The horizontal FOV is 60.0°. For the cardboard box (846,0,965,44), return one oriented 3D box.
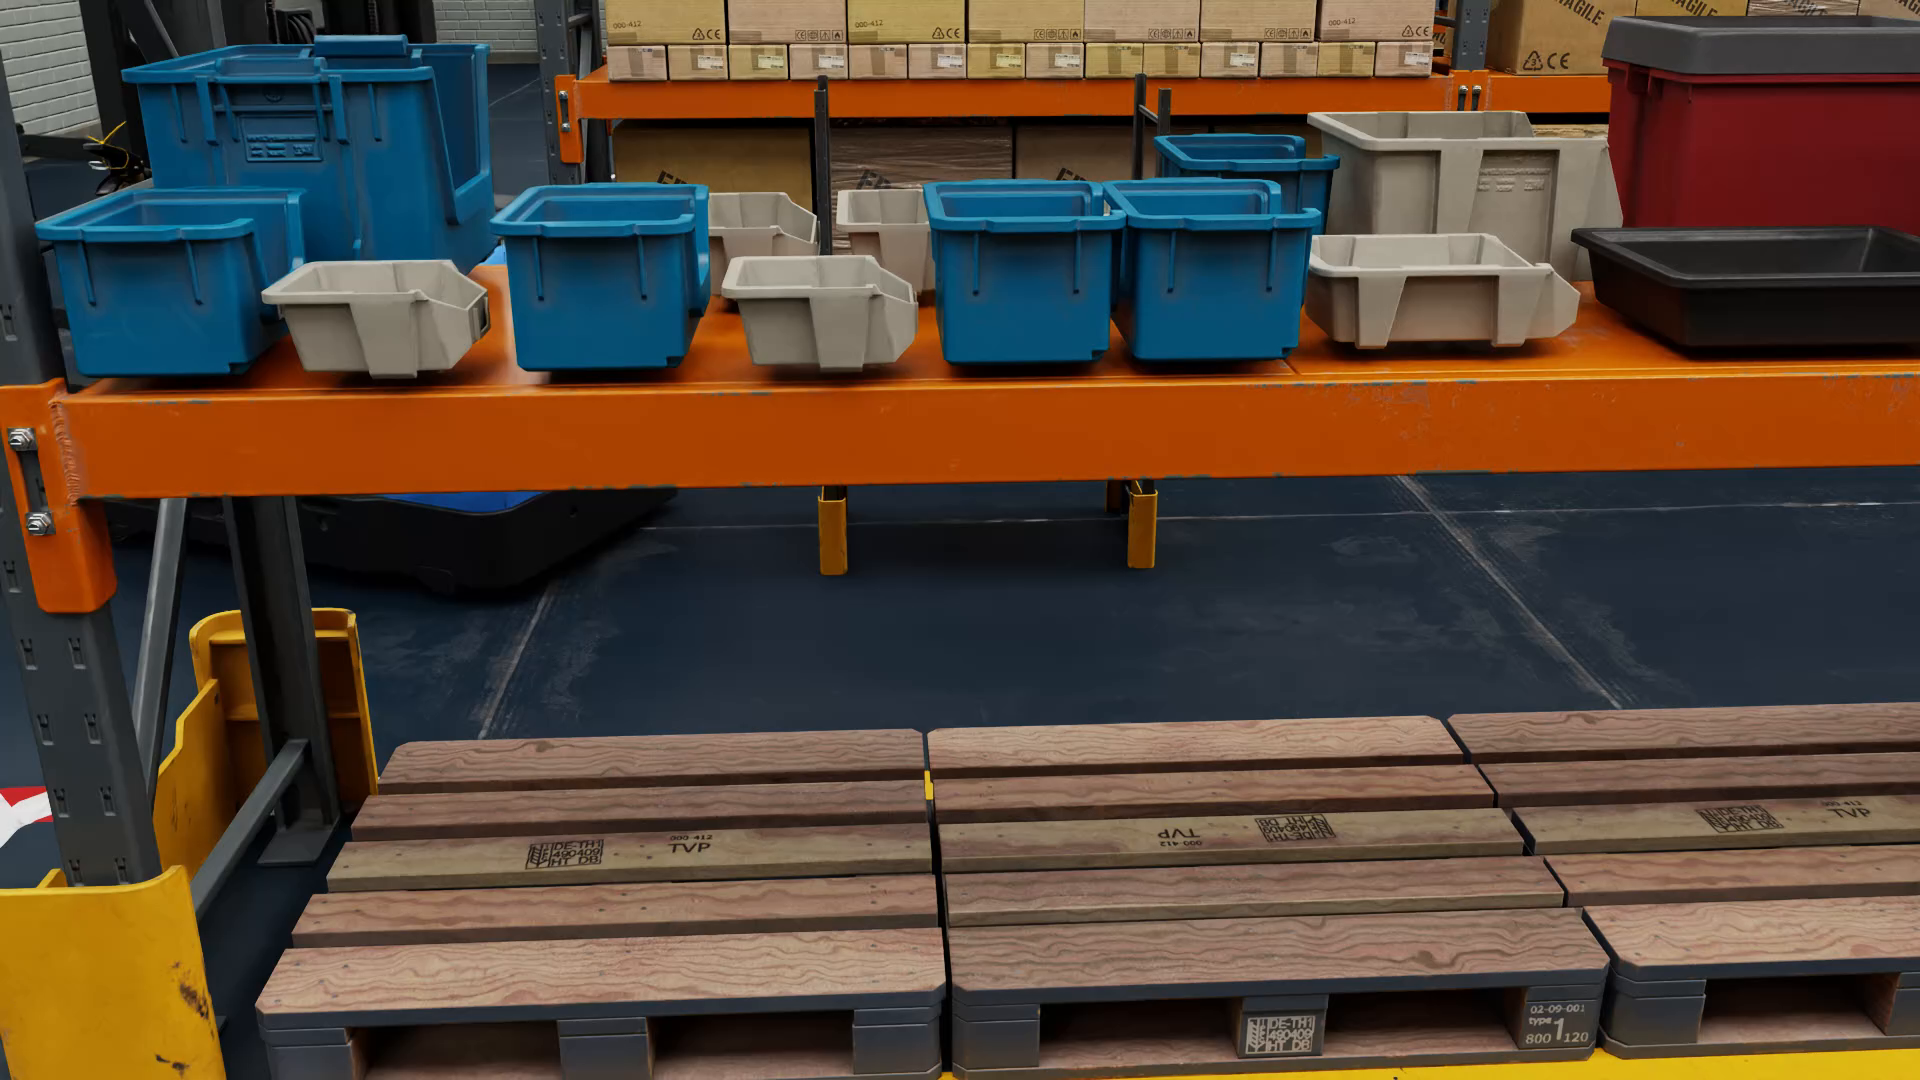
[{"bbox_3d":[-0.251,-2.338,7.339,0.500,0.250,0.500,-2,21,-5],"label":"cardboard box"}]

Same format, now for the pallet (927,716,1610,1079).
[{"bbox_3d":[0.557,0.702,3.479,1.213,0.211,1.003,-1,21,-3],"label":"pallet"}]

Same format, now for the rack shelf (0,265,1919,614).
[{"bbox_3d":[0.513,-0.279,3.148,4.000,0.370,1.077,-1,21,-3],"label":"rack shelf"}]

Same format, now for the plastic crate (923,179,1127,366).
[{"bbox_3d":[0.096,-0.439,2.709,0.300,0.233,0.416,-1,21,-3],"label":"plastic crate"}]

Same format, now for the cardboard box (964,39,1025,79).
[{"bbox_3d":[0.142,-2.138,7.373,0.250,0.149,0.380,-2,21,-4],"label":"cardboard box"}]

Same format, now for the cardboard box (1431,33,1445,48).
[{"bbox_3d":[4.960,-5.235,17.552,0.875,0.875,0.875,-1,21,-4],"label":"cardboard box"}]

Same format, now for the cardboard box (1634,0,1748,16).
[{"bbox_3d":[3.202,-2.393,7.549,0.500,0.500,0.500,-1,21,-3],"label":"cardboard box"}]

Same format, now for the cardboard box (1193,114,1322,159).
[{"bbox_3d":[1.563,-1.633,8.091,0.875,0.875,0.875,-1,21,-3],"label":"cardboard box"}]

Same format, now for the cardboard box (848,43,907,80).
[{"bbox_3d":[-0.367,-2.128,7.347,0.250,0.149,0.380,-2,21,-4],"label":"cardboard box"}]

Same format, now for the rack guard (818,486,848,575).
[{"bbox_3d":[-0.421,-0.108,5.554,0.087,0.250,0.587,-1,21,-3],"label":"rack guard"}]

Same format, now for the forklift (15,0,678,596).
[{"bbox_3d":[-2.556,-1.527,5.513,3.031,2.935,1.130,9,23,22],"label":"forklift"}]

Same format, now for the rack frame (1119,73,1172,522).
[{"bbox_3d":[0.593,-0.713,5.386,0.032,1.500,0.500,-1,21,-3],"label":"rack frame"}]

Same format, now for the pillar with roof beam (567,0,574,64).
[{"bbox_3d":[-5.117,-9.157,17.025,0.400,9.000,9.100,-1,21,-3],"label":"pillar with roof beam"}]

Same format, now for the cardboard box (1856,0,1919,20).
[{"bbox_3d":[4.218,-2.415,7.608,0.500,0.500,0.500,-1,21,-2],"label":"cardboard box"}]

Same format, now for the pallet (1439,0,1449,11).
[{"bbox_3d":[4.064,-4.116,12.485,1.213,0.211,1.003,-1,21,-3],"label":"pallet"}]

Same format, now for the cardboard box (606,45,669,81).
[{"bbox_3d":[-1.393,-2.106,7.290,0.250,0.149,0.380,-1,21,-2],"label":"cardboard box"}]

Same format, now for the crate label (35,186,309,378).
[{"bbox_3d":[-1.218,-0.412,2.638,0.303,0.233,0.416,-1,21,-3],"label":"crate label"}]

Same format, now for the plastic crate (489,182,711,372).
[{"bbox_3d":[-0.561,-0.425,2.673,0.300,0.233,0.416,-1,21,-3],"label":"plastic crate"}]

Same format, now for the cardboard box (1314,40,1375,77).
[{"bbox_3d":[1.684,-2.169,7.457,0.250,0.149,0.380,-1,21,-2],"label":"cardboard box"}]

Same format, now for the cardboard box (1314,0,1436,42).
[{"bbox_3d":[1.801,-2.382,7.453,0.500,0.250,0.500,-2,21,-4],"label":"cardboard box"}]

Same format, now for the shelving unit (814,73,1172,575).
[{"bbox_3d":[0.076,-0.702,5.358,1.083,1.500,0.587,-1,21,-3],"label":"shelving unit"}]

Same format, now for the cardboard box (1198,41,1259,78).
[{"bbox_3d":[1.171,-2.159,7.429,0.250,0.149,0.380,-1,21,-2],"label":"cardboard box"}]

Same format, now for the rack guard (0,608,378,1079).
[{"bbox_3d":[-1.507,0.599,3.345,0.348,0.500,1.175,-1,21,-3],"label":"rack guard"}]

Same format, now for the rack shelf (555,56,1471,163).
[{"bbox_3d":[0.230,-2.038,7.769,4.000,0.370,1.077,-1,21,-3],"label":"rack shelf"}]

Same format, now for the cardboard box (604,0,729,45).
[{"bbox_3d":[-1.272,-2.316,7.282,0.500,0.250,0.500,-2,21,-4],"label":"cardboard box"}]

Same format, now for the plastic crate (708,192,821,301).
[{"bbox_3d":[-0.390,-0.561,3.164,0.243,0.136,0.396,-1,21,-3],"label":"plastic crate"}]

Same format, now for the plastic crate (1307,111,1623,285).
[{"bbox_3d":[0.975,-0.662,3.227,0.530,0.282,0.437,-1,21,-3],"label":"plastic crate"}]

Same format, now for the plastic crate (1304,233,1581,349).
[{"bbox_3d":[0.788,-0.418,2.789,0.466,0.136,0.293,-1,21,-3],"label":"plastic crate"}]

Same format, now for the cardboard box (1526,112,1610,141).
[{"bbox_3d":[2.865,-1.638,8.104,0.875,0.875,1.225,-1,21,-3],"label":"cardboard box"}]

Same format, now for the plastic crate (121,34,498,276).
[{"bbox_3d":[-1.160,-0.692,3.088,0.499,0.435,0.616,-1,21,-3],"label":"plastic crate"}]

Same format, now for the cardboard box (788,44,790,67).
[{"bbox_3d":[-0.918,-2.351,7.933,0.250,0.149,0.380,-1,21,-3],"label":"cardboard box"}]

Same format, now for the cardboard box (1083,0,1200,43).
[{"bbox_3d":[0.775,-2.360,7.396,0.500,0.250,0.500,-1,21,-2],"label":"cardboard box"}]

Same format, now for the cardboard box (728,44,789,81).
[{"bbox_3d":[-0.882,-2.117,7.319,0.250,0.149,0.380,-2,21,-4],"label":"cardboard box"}]

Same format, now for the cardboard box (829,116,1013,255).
[{"bbox_3d":[-0.224,-1.597,7.995,0.875,0.875,0.875,-1,21,-3],"label":"cardboard box"}]

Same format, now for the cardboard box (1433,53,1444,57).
[{"bbox_3d":[3.838,-3.499,12.464,0.500,0.250,0.500,0,21,-1],"label":"cardboard box"}]

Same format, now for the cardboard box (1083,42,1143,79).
[{"bbox_3d":[0.658,-2.149,7.402,0.250,0.149,0.380,-1,21,-4],"label":"cardboard box"}]

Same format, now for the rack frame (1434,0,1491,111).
[{"bbox_3d":[2.227,-2.415,7.748,0.127,3.000,1.000,-1,21,-3],"label":"rack frame"}]

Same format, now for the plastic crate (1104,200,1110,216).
[{"bbox_3d":[0.181,-0.587,3.235,0.250,0.136,0.298,-1,21,-3],"label":"plastic crate"}]
